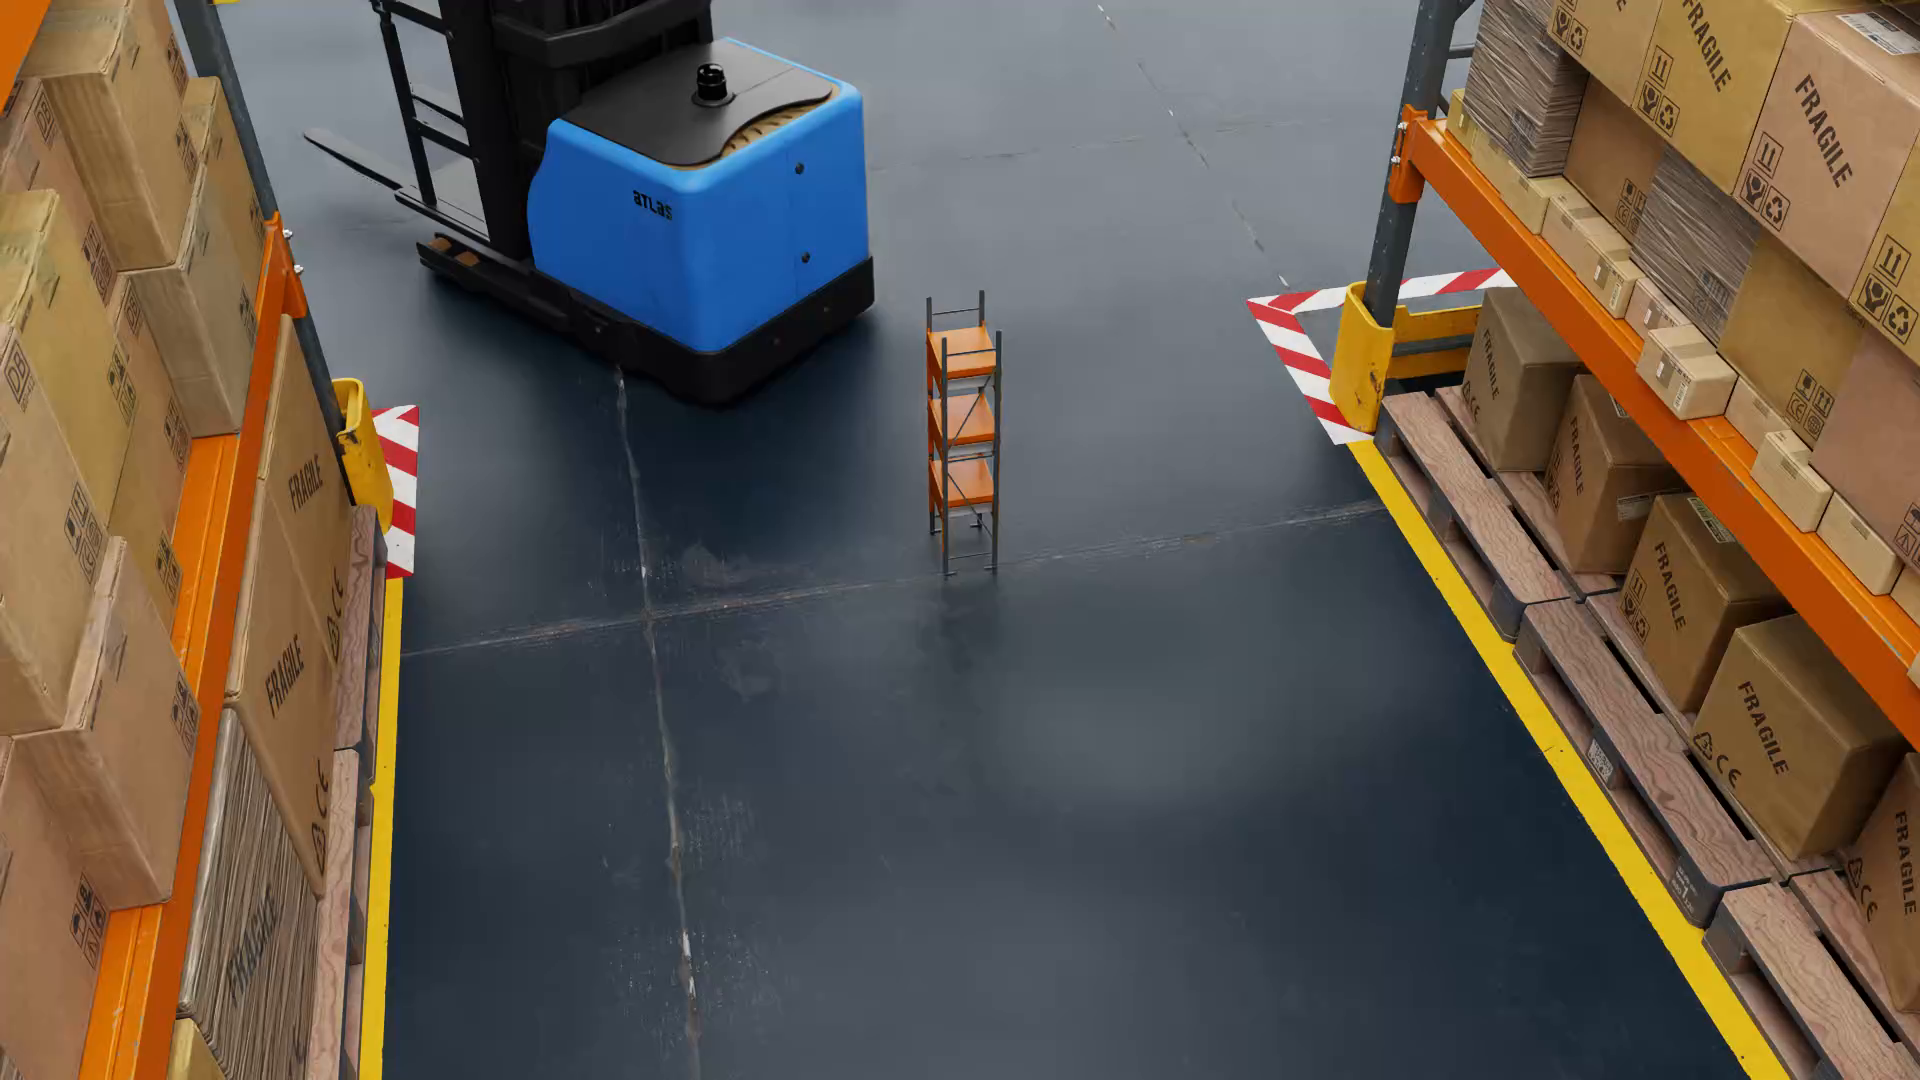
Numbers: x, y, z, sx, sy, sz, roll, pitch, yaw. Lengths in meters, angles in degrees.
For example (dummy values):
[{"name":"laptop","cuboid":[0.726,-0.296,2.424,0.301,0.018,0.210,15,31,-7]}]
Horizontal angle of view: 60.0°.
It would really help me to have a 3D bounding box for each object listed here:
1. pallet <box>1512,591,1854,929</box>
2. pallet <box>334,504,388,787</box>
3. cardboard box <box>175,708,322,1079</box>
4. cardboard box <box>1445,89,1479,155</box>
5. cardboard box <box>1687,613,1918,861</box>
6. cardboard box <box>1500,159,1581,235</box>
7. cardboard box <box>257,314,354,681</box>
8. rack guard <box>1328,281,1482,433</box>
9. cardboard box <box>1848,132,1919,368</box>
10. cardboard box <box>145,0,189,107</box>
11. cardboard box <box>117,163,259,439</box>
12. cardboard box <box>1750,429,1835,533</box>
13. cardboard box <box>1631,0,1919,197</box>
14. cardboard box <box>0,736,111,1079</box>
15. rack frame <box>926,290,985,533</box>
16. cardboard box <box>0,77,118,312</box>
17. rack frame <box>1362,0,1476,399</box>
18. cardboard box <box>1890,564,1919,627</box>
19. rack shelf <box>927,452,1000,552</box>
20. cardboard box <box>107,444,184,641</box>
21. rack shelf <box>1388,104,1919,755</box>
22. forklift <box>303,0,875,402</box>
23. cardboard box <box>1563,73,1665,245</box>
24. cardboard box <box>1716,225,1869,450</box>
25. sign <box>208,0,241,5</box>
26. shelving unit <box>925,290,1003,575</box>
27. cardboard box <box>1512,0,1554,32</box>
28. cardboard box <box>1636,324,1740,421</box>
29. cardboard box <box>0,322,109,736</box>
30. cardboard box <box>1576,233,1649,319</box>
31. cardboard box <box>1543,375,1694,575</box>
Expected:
[{"name":"pallet","cuboid":[2.535,0.620,5.392,1.003,0.211,1.213,-8,42,-9]},{"name":"pallet","cuboid":[-2.498,0.403,5.638,1.003,0.211,1.213,-8,42,-9]},{"name":"cardboard box","cuboid":[-2.149,1.082,4.056,0.875,0.875,0.875,-8,42,-9]},{"name":"cardboard box","cuboid":[1.946,-1.480,5.847,0.380,0.149,0.250,-8,42,-9]},{"name":"cardboard box","cuboid":[2.592,0.552,4.936,0.500,0.500,0.500,-12,43,-13]},{"name":"cardboard box","cuboid":[2.021,-1.151,5.476,0.380,0.149,0.250,-8,42,-9]},{"name":"cardboard box","cuboid":[-2.536,-0.080,5.364,0.875,0.875,0.875,-8,42,-9]},{"name":"rack guard","cuboid":[2.134,-0.809,6.784,1.175,0.500,0.348,-8,42,-9]},{"name":"cardboard box","cuboid":[2.399,-0.623,3.639,0.500,0.500,0.500,-8,42,-9]},{"name":"cardboard box","cuboid":[-2.705,-1.361,4.598,0.875,0.550,0.550,-8,42,-9]},{"name":"cardboard box","cuboid":[-2.483,-0.616,4.572,0.875,0.550,0.550,-8,42,-9]},{"name":"cardboard box","cuboid":[2.338,-0.177,4.380,0.380,0.149,0.250,-8,42,-9]},{"name":"cardboard box","cuboid":[2.181,-1.271,4.369,0.500,0.500,0.500,-8,42,-9]},{"name":"cardboard box","cuboid":[-2.116,0.799,2.978,0.875,0.550,0.550,-8,42,-9]},{"name":"rack frame","cuboid":[-0.015,-0.437,5.951,0.200,1.050,0.008,-8,42,-9]},{"name":"cardboard box","cuboid":[-2.508,-0.635,3.780,0.875,0.550,0.550,-8,42,-9]},{"name":"rack frame","cuboid":[2.118,-1.793,6.010,1.000,3.000,0.127,-8,42,-9]},{"name":"cardboard box","cuboid":[2.520,0.136,4.027,0.380,0.149,0.250,-8,42,-9]},{"name":"rack shelf","cuboid":[0.012,-0.142,6.054,0.215,0.259,0.240,-8,42,-9]},{"name":"cardboard box","cuboid":[-2.330,0.103,3.762,0.875,0.550,0.500,-8,42,-9]},{"name":"rack shelf","cuboid":[2.549,-0.227,4.788,1.077,0.370,4.000,-8,42,-9]},{"name":"forklift","cuboid":[-1.842,-2.474,6.829,3.031,2.935,1.130,28,49,28]},{"name":"cardboard box","cuboid":[2.435,-1.274,5.126,0.875,0.500,0.500,-8,42,-9]},{"name":"cardboard box","cuboid":[2.597,-0.618,4.387,0.875,0.500,0.500,-8,42,-9]},{"name":"sign","cuboid":[-2.214,-1.738,4.897,0.100,0.325,0.005,-8,42,-9]},{"name":"shelving unit","cuboid":[0.012,-0.358,5.862,0.215,1.050,0.252,-8,42,-9]},{"name":"cardboard box","cuboid":[1.970,-1.920,5.100,0.500,0.500,0.500,-8,42,-9]},{"name":"cardboard box","cuboid":[2.176,-0.494,4.736,0.380,0.149,0.250,-8,42,-9]},{"name":"cardboard box","cuboid":[-2.144,0.032,3.028,0.875,0.550,0.550,-8,42,-9]},{"name":"cardboard box","cuboid":[2.142,-0.829,5.113,0.380,0.149,0.250,-8,42,-9]},{"name":"cardboard box","cuboid":[2.399,-0.225,5.811,0.500,0.500,0.500,2,42,2]}]
